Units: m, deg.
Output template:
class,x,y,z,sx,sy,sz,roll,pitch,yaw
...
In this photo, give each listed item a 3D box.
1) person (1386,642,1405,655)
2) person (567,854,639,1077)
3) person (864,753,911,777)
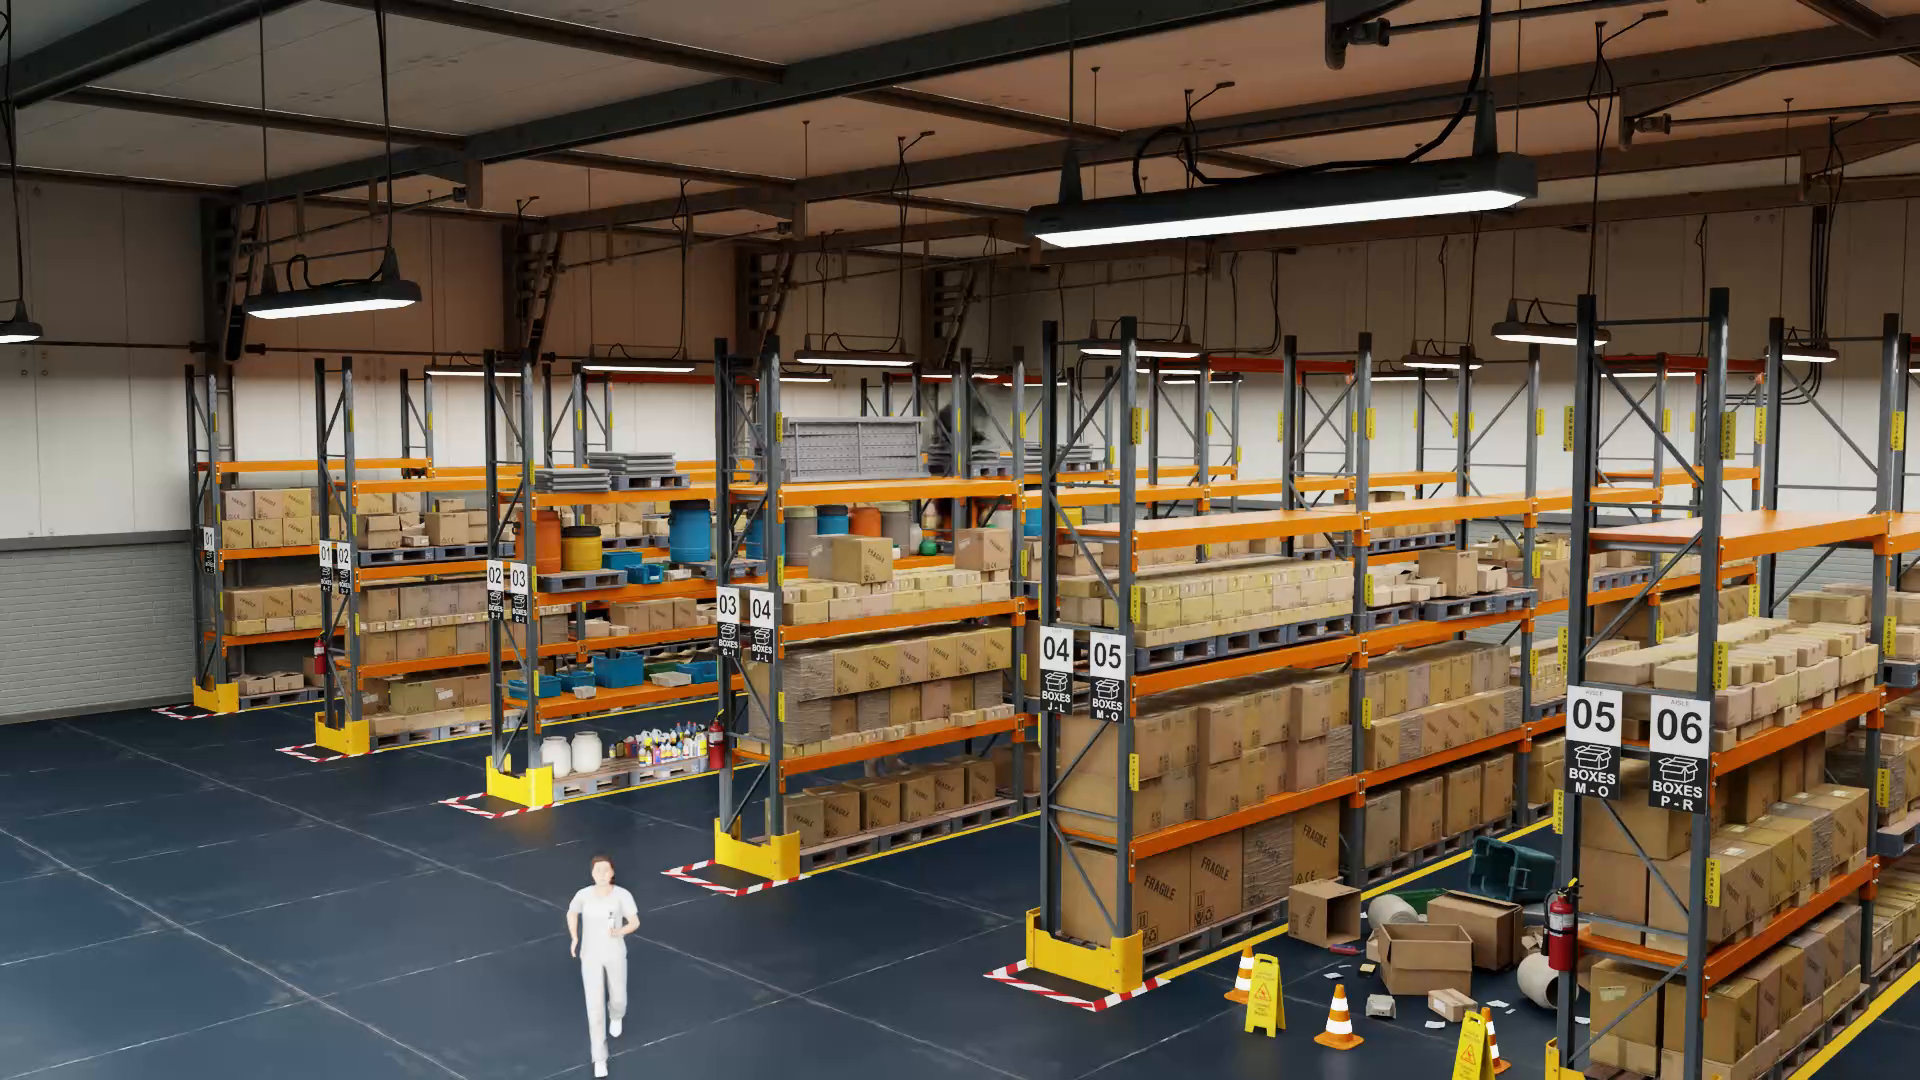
class,x,y,z,sx,sy,sz,roll,pitch,yaw
person,6.844,2.323,25.947,0.607,1.728,0.848,4,6,41
person,-2.837,3.315,13.222,0.574,1.640,0.929,-1,4,-10
person,-1.004,2.598,22.214,0.672,1.701,0.953,4,6,42
